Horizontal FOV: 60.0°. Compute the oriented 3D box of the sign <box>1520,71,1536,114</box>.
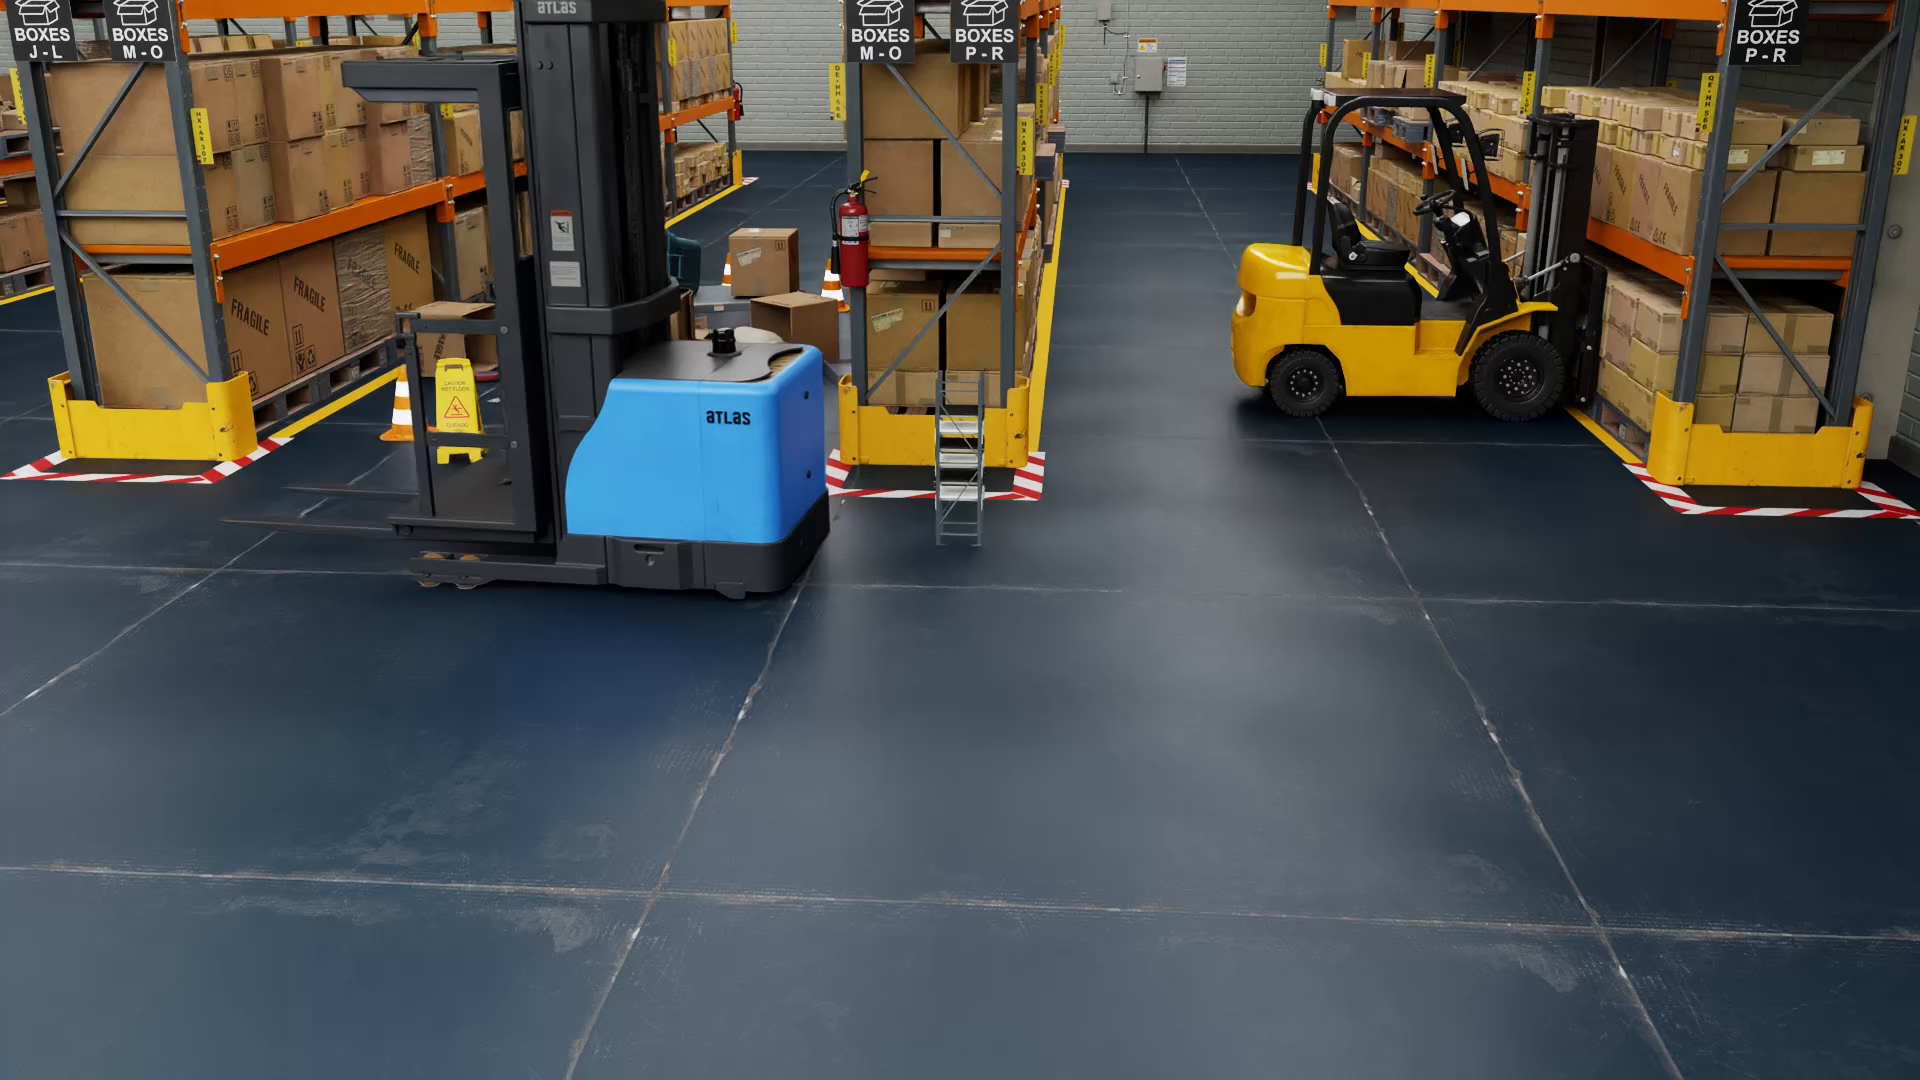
[{"bbox_3d":[4.532,-3.567,13.260,0.100,0.325,0.005,1,18,4],"label":"sign"}]

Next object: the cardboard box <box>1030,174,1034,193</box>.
[{"bbox_3d":[0.393,-2.852,13.212,0.380,0.149,0.250,2,18,5],"label":"cardboard box"}]

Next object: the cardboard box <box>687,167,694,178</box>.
[{"bbox_3d":[-3.928,-5.136,23.207,0.380,0.149,0.250,2,18,6],"label":"cardboard box"}]

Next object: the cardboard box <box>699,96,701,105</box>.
[{"bbox_3d":[-3.886,-6.253,23.594,0.380,0.149,0.250,2,18,5],"label":"cardboard box"}]

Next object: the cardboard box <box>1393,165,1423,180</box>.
[{"bbox_3d":[5.325,-4.338,19.642,0.380,0.149,0.250,2,18,6],"label":"cardboard box"}]

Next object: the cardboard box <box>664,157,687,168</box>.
[{"bbox_3d":[-3.973,-5.194,22.906,0.380,0.149,0.250,1,18,2],"label":"cardboard box"}]

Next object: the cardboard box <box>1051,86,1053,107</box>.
[{"bbox_3d":[0.828,-5.188,19.377,0.500,0.250,0.500,2,18,5],"label":"cardboard box"}]

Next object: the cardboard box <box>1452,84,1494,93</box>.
[{"bbox_3d":[5.033,-4.388,16.295,0.380,0.149,0.250,2,18,5],"label":"cardboard box"}]

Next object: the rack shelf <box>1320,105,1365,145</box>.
[{"bbox_3d":[5.791,-5.809,22.991,1.077,0.370,4.000,1,18,4],"label":"rack shelf"}]

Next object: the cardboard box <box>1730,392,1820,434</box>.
[{"bbox_3d":[5.017,-0.844,10.424,0.500,0.250,0.500,1,18,4],"label":"cardboard box"}]

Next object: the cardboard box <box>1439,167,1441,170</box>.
[{"bbox_3d":[5.858,-4.326,19.608,0.380,0.149,0.250,2,18,5],"label":"cardboard box"}]

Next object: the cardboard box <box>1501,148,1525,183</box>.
[{"bbox_3d":[4.849,-3.137,13.919,0.500,0.250,0.500,2,18,5],"label":"cardboard box"}]

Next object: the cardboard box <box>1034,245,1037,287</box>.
[{"bbox_3d":[0.206,-2.492,15.258,0.950,0.372,0.625,2,18,7],"label":"cardboard box"}]

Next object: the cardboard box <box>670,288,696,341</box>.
[{"bbox_3d":[-2.505,-1.684,13.035,0.797,0.637,0.503,1,18,4],"label":"cardboard box"}]

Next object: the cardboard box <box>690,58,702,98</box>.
[{"bbox_3d":[-3.861,-6.365,22.894,0.500,0.500,0.500,1,18,3],"label":"cardboard box"}]

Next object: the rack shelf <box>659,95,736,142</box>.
[{"bbox_3d":[-4.105,-5.998,23.567,1.077,0.370,4.000,1,18,4],"label":"rack shelf"}]

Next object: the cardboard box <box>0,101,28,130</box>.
[{"bbox_3d":[-9.325,-4.230,16.558,0.396,0.266,0.258,1,18,2],"label":"cardboard box"}]

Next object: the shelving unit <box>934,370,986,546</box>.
[{"bbox_3d":[0.001,-0.430,8.791,0.258,0.900,0.210,1,18,4],"label":"shelving unit"}]

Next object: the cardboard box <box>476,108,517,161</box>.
[{"bbox_3d":[-4.442,-3.751,15.393,0.500,0.500,0.500,1,18,4],"label":"cardboard box"}]

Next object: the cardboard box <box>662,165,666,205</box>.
[{"bbox_3d":[-4.050,-4.495,21.164,0.500,0.500,0.500,1,18,3],"label":"cardboard box"}]

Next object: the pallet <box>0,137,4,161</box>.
[{"bbox_3d":[-9.562,-3.519,15.154,1.003,0.211,1.213,1,18,4],"label":"pallet"}]

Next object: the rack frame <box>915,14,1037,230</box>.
[{"bbox_3d":[0.123,-3.155,13.735,1.000,3.000,0.127,1,18,4],"label":"rack frame"}]

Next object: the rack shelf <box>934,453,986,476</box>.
[{"bbox_3d":[0.001,-0.398,8.801,0.258,0.077,0.200,1,18,4],"label":"rack shelf"}]

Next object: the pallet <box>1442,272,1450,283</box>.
[{"bbox_3d":[5.173,-2.330,15.695,1.003,0.211,1.213,1,18,4],"label":"pallet"}]

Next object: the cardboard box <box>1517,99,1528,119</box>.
[{"bbox_3d":[4.877,-3.593,13.869,0.380,0.149,0.250,1,18,3],"label":"cardboard box"}]

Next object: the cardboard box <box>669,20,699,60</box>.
[{"bbox_3d":[-3.884,-6.835,22.720,0.500,0.500,0.500,2,18,5],"label":"cardboard box"}]

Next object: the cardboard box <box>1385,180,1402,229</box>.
[{"bbox_3d":[5.276,-3.915,19.394,0.500,0.500,0.500,1,18,2],"label":"cardboard box"}]

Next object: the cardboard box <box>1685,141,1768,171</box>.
[{"bbox_3d":[4.533,-2.273,9.840,0.380,0.149,0.250,2,18,5],"label":"cardboard box"}]

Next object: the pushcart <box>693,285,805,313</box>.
[{"bbox_3d":[-2.155,-1.944,14.251,1.648,0.377,0.936,-5,19,-15],"label":"pushcart"}]

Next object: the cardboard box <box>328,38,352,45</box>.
[{"bbox_3d":[-8.823,-6.745,23.249,0.500,0.500,0.500,1,18,2],"label":"cardboard box"}]

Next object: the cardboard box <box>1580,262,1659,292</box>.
[{"bbox_3d":[4.610,-1.794,11.717,0.500,0.250,0.500,1,18,3],"label":"cardboard box"}]

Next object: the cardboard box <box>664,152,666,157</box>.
[{"bbox_3d":[-4.335,-5.444,23.669,0.380,0.149,0.250,1,18,4],"label":"cardboard box"}]

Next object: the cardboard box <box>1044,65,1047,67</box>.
[{"bbox_3d":[0.553,-4.151,15.463,0.500,0.500,0.500,1,18,2],"label":"cardboard box"}]

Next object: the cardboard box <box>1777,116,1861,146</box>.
[{"bbox_3d":[5.024,-2.400,9.750,0.380,0.149,0.250,1,18,3],"label":"cardboard box"}]

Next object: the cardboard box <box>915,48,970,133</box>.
[{"bbox_3d":[-0.301,-2.897,10.704,0.700,0.500,0.500,1,18,4],"label":"cardboard box"}]

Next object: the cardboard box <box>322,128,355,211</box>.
[{"bbox_3d":[-4.947,-2.687,12.067,0.875,0.550,0.500,1,18,4],"label":"cardboard box"}]

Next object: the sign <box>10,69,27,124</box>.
[{"bbox_3d":[-5.649,-2.671,10.018,0.100,0.325,0.005,1,18,4],"label":"sign"}]

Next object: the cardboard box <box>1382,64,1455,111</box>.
[{"bbox_3d":[5.296,-5.227,19.224,0.700,0.500,0.500,1,18,4],"label":"cardboard box"}]

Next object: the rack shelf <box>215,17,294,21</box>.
[{"bbox_3d":[-9.332,-6.323,19.742,1.077,0.370,4.000,1,18,4],"label":"rack shelf"}]

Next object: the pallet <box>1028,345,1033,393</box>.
[{"bbox_3d":[0.025,-1.241,12.371,1.003,0.211,1.213,1,18,4],"label":"pallet"}]

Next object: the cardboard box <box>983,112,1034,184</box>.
[{"bbox_3d":[0.276,-2.879,12.254,0.500,0.500,0.500,2,18,5],"label":"cardboard box"}]

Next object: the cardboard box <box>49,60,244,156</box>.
[{"bbox_3d":[-5.043,-2.691,10.343,0.875,0.550,0.550,1,18,4],"label":"cardboard box"}]

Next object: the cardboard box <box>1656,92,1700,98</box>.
[{"bbox_3d":[5.332,-3.198,12.186,0.380,0.149,0.250,1,18,3],"label":"cardboard box"}]

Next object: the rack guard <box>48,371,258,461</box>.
[{"bbox_3d":[-5.110,-0.797,10.551,1.175,0.500,0.348,1,18,4],"label":"rack guard"}]

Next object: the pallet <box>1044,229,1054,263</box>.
[{"bbox_3d":[0.541,-3.316,18.703,1.003,0.211,1.213,1,18,4],"label":"pallet"}]

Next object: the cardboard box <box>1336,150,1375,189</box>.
[{"bbox_3d":[5.558,-5.170,23.223,0.500,0.500,0.500,2,18,5],"label":"cardboard box"}]

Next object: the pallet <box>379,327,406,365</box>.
[{"bbox_3d":[-4.954,-1.675,13.695,1.003,0.211,1.213,1,18,4],"label":"pallet"}]

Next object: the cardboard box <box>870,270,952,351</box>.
[{"bbox_3d":[-0.333,-1.579,11.462,0.500,0.500,0.500,2,18,6],"label":"cardboard box"}]

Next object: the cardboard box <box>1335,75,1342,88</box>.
[{"bbox_3d":[5.564,-6.394,23.381,0.500,0.250,0.500,1,18,3],"label":"cardboard box"}]

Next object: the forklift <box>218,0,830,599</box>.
[{"bbox_3d":[-2.255,-1.308,8.206,3.031,2.935,1.130,3,18,9],"label":"forklift"}]

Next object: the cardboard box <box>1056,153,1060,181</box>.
[{"bbox_3d":[0.978,-5.373,23.942,0.875,0.438,0.875,2,18,5],"label":"cardboard box"}]

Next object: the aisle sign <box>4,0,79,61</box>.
[{"bbox_3d":[-5.413,-3.212,9.733,0.394,0.787,0.004,1,18,4],"label":"aisle sign"}]

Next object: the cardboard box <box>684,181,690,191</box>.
[{"bbox_3d":[-3.917,-4.831,22.752,0.380,0.149,0.250,1,18,4],"label":"cardboard box"}]

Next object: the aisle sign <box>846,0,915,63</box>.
[{"bbox_3d":[-0.458,-3.135,9.500,0.394,0.787,0.004,1,18,4],"label":"aisle sign"}]

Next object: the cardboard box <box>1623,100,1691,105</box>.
[{"bbox_3d":[4.707,-2.893,11.254,0.380,0.149,0.250,2,18,5],"label":"cardboard box"}]

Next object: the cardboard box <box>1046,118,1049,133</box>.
[{"bbox_3d":[0.668,-4.043,16.172,0.380,0.149,0.250,2,18,5],"label":"cardboard box"}]
